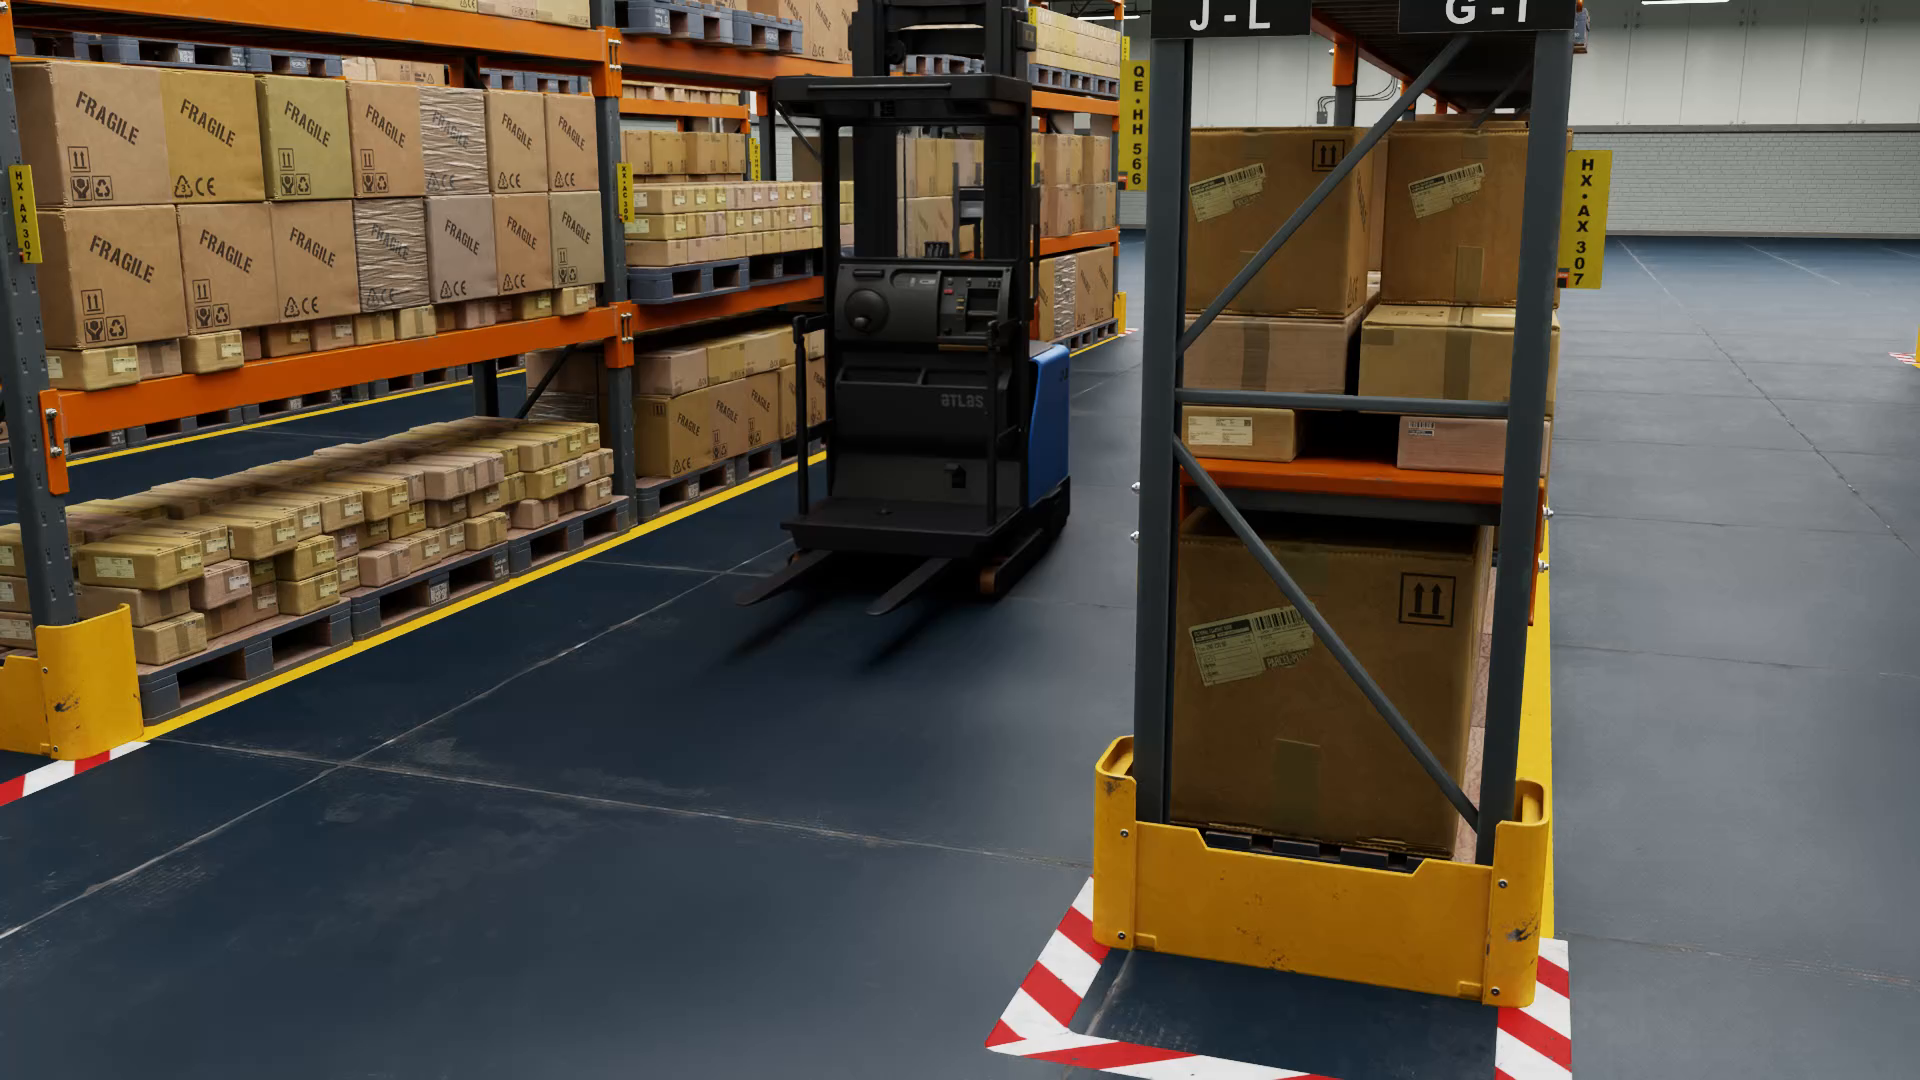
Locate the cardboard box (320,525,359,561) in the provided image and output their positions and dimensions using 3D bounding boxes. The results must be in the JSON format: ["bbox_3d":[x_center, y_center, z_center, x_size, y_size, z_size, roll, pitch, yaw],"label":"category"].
[{"bbox_3d":[-2.960,0.004,7.523,0.380,0.149,0.250,4,13,16],"label":"cardboard box"}]

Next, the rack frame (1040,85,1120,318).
[{"bbox_3d":[1.485,-4.092,20.677,1.000,3.000,0.127,4,14,18],"label":"rack frame"}]

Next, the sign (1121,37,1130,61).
[{"bbox_3d":[1.994,-5.906,20.070,0.100,0.325,0.005,4,14,18],"label":"sign"}]

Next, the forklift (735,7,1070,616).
[{"bbox_3d":[-0.247,-1.206,8.328,1.129,2.867,3.031,4,13,16],"label":"forklift"}]

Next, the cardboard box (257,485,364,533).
[{"bbox_3d":[-2.922,-0.141,7.490,0.380,0.149,0.250,5,14,21],"label":"cardboard box"}]

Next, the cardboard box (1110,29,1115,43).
[{"bbox_3d":[1.615,-5.927,19.577,0.380,0.149,0.250,4,14,19],"label":"cardboard box"}]

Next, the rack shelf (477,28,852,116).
[{"bbox_3d":[-1.751,-3.099,11.199,1.077,0.370,4.000,4,14,18],"label":"rack shelf"}]

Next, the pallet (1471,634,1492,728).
[{"bbox_3d":[1.550,0.584,6.454,1.003,0.211,1.213,4,14,18],"label":"pallet"}]

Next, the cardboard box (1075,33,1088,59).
[{"bbox_3d":[1.101,-5.440,18.341,0.500,0.250,0.500,4,14,19],"label":"cardboard box"}]

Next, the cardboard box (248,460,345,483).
[{"bbox_3d":[-3.235,-0.286,8.126,0.380,0.149,0.250,4,14,19],"label":"cardboard box"}]

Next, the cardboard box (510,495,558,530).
[{"bbox_3d":[-2.390,-0.165,8.931,0.380,0.149,0.250,4,13,17],"label":"cardboard box"}]

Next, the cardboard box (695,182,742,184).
[{"bbox_3d":[-1.776,-2.476,11.879,0.380,0.149,0.250,5,14,21],"label":"cardboard box"}]

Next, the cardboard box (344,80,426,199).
[{"bbox_3d":[-2.787,-1.802,7.504,0.500,0.500,0.500,4,13,17],"label":"cardboard box"}]

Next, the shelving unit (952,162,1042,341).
[{"bbox_3d":[0.223,-1.214,10.087,0.431,2.100,0.503,4,13,16],"label":"shelving unit"}]

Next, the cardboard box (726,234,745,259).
[{"bbox_3d":[-1.584,-1.862,10.525,0.380,0.149,0.250,4,14,19],"label":"cardboard box"}]

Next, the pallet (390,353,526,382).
[{"bbox_3d":[-5.169,-1.804,16.918,1.003,0.211,1.213,4,14,18],"label":"pallet"}]

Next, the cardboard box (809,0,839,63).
[{"bbox_3d":[-1.197,-3.674,11.880,0.500,0.500,0.500,4,14,18],"label":"cardboard box"}]

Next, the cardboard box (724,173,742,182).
[{"bbox_3d":[-3.146,-4.487,21.514,0.500,0.500,0.500,4,13,17],"label":"cardboard box"}]

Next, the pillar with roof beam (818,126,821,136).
[{"bbox_3d":[0.890,-11.107,37.929,9.100,9.000,0.400,4,14,18],"label":"pillar with roof beam"}]

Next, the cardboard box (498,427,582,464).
[{"bbox_3d":[-2.312,-0.520,9.153,0.380,0.149,0.250,5,14,19],"label":"cardboard box"}]

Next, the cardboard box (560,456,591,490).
[{"bbox_3d":[-2.275,-0.379,9.200,0.380,0.149,0.250,4,13,16],"label":"cardboard box"}]

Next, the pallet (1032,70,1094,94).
[{"bbox_3d":[0.862,-5.097,18.536,1.003,0.211,1.213,4,14,18],"label":"pallet"}]

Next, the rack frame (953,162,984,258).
[{"bbox_3d":[0.156,-1.162,9.858,0.400,2.100,0.015,4,13,16],"label":"rack frame"}]

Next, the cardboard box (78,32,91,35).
[{"bbox_3d":[-6.644,-3.863,12.513,0.380,0.166,0.250,6,14,23],"label":"cardboard box"}]

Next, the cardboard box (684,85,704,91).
[{"bbox_3d":[-3.469,-5.619,20.294,0.500,0.250,0.500,5,14,20],"label":"cardboard box"}]

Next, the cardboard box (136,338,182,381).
[{"bbox_3d":[-3.234,-0.702,6.389,0.380,0.149,0.250,5,14,20],"label":"cardboard box"}]

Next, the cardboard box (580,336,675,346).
[{"bbox_3d":[-2.217,-1.200,10.992,0.500,0.250,0.500,5,14,21],"label":"cardboard box"}]

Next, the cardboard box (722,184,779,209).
[{"bbox_3d":[-1.418,-2.260,10.934,0.380,0.149,0.250,5,14,20],"label":"cardboard box"}]

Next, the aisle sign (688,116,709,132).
[{"bbox_3d":[-3.505,-5.730,22.011,0.394,0.787,0.004,4,14,18],"label":"aisle sign"}]

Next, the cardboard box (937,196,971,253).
[{"bbox_3d":[-0.214,-2.850,15.009,0.500,0.500,0.500,4,14,18],"label":"cardboard box"}]

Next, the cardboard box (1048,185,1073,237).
[{"bbox_3d":[0.741,-3.625,18.290,0.875,0.550,0.550,4,14,18],"label":"cardboard box"}]

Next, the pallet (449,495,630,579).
[{"bbox_3d":[-2.582,-0.062,9.287,1.003,0.211,1.213,4,14,18],"label":"pallet"}]

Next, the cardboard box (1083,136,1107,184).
[{"bbox_3d":[1.237,-4.494,19.674,0.875,0.550,0.550,4,14,18],"label":"cardboard box"}]

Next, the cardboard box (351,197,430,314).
[{"bbox_3d":[-2.807,-1.317,7.622,0.500,0.500,0.500,4,13,17],"label":"cardboard box"}]

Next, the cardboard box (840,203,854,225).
[{"bbox_3d":[-1.000,-2.387,12.156,0.380,0.149,0.250,5,14,20],"label":"cardboard box"}]

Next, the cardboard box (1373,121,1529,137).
[{"bbox_3d":[2.462,-1.860,8.419,0.797,0.503,0.637,4,13,17],"label":"cardboard box"}]

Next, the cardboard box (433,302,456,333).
[{"bbox_3d":[-2.691,-1.091,8.090,0.380,0.149,0.250,4,13,18],"label":"cardboard box"}]

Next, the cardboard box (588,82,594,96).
[{"bbox_3d":[-4.189,-4.974,18.362,0.380,0.149,0.250,4,13,18],"label":"cardboard box"}]

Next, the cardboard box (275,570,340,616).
[{"bbox_3d":[-2.952,0.215,7.270,0.380,0.149,0.250,5,14,19],"label":"cardboard box"}]

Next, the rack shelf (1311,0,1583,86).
[{"bbox_3d":[1.616,-1.878,5.851,1.077,0.370,4.000,4,14,18],"label":"rack shelf"}]

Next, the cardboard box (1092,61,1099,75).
[{"bbox_3d":[1.369,-5.377,18.961,0.380,0.149,0.250,4,13,18],"label":"cardboard box"}]

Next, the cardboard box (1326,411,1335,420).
[{"bbox_3d":[1.019,-0.482,5.422,0.380,0.149,0.250,5,14,19],"label":"cardboard box"}]

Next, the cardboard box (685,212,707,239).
[{"bbox_3d":[-1.753,-1.898,10.013,0.380,0.149,0.250,4,13,17],"label":"cardboard box"}]

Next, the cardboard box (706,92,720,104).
[{"bbox_3d":[-3.250,-5.564,20.948,0.380,0.149,0.250,5,14,20],"label":"cardboard box"}]

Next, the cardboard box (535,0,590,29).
[{"bbox_3d":[-2.301,-2.832,8.752,0.500,0.250,0.500,5,14,20],"label":"cardboard box"}]

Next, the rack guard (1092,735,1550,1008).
[{"bbox_3d":[0.961,0.878,4.516,1.175,0.500,0.348,4,14,18],"label":"rack guard"}]

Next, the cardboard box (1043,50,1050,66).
[{"bbox_3d":[0.712,-4.950,17.092,0.380,0.149,0.250,4,14,19],"label":"cardboard box"}]

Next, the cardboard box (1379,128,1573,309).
[{"bbox_3d":[1.541,-0.970,4.979,0.500,0.500,0.500,4,13,17],"label":"cardboard box"}]

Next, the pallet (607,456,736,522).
[{"bbox_3d":[-2.147,-0.370,10.636,1.003,0.211,1.213,4,14,18],"label":"pallet"}]

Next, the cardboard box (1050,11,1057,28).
[{"bbox_3d":[0.794,-5.392,17.233,0.380,0.149,0.250,4,14,18],"label":"cardboard box"}]

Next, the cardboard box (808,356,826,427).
[{"bbox_3d":[-1.241,-1.128,12.361,0.500,0.500,0.500,5,14,21],"label":"cardboard box"}]
